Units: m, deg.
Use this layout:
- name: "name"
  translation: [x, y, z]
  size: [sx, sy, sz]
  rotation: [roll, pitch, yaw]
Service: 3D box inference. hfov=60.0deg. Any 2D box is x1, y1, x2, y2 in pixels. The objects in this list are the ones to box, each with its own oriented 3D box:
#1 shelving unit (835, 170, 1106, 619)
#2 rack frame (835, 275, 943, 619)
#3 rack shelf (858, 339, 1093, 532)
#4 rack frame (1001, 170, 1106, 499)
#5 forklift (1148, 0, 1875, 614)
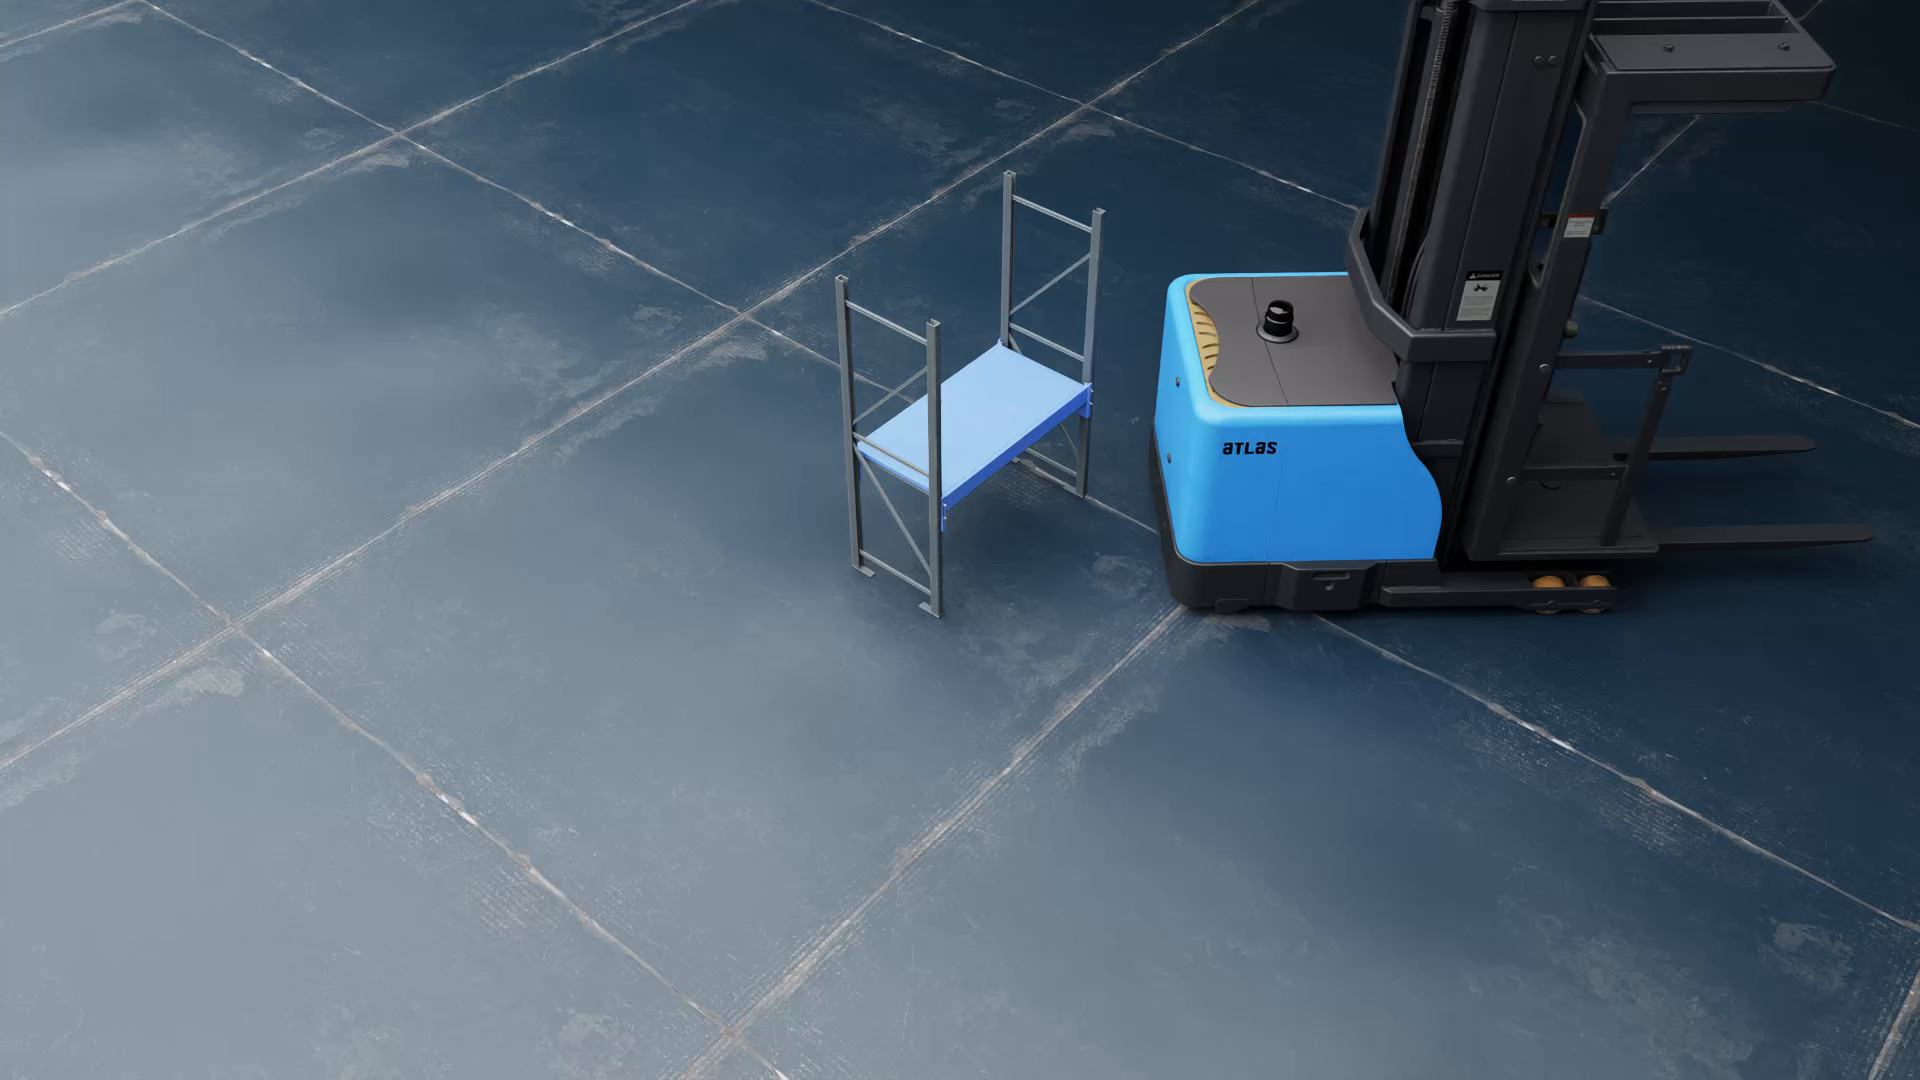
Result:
- name: "shelving unit"
  translation: [0.055, -0.599, 6.976]
  size: [0.538, 1.500, 1.048]
  rotation: [29, 50, 28]
- name: "rack frame"
  translation: [-0.272, -0.337, 6.688]
  size: [0.500, 1.500, 0.032]
  rotation: [29, 50, 28]
- name: "rack shelf"
  translation: [0.055, -0.466, 7.097]
  size: [0.538, 0.185, 1.000]
  rotation: [29, 50, 28]
- name: "rack frame"
  translation: [0.382, -0.861, 7.264]
  size: [0.500, 1.500, 0.032]
  rotation: [29, 50, 28]
- name: "forklift"
  translation: [2.396, -1.128, 6.495]
  size: [3.031, 2.935, 1.130]
  rotation: [-1, 42, -1]
